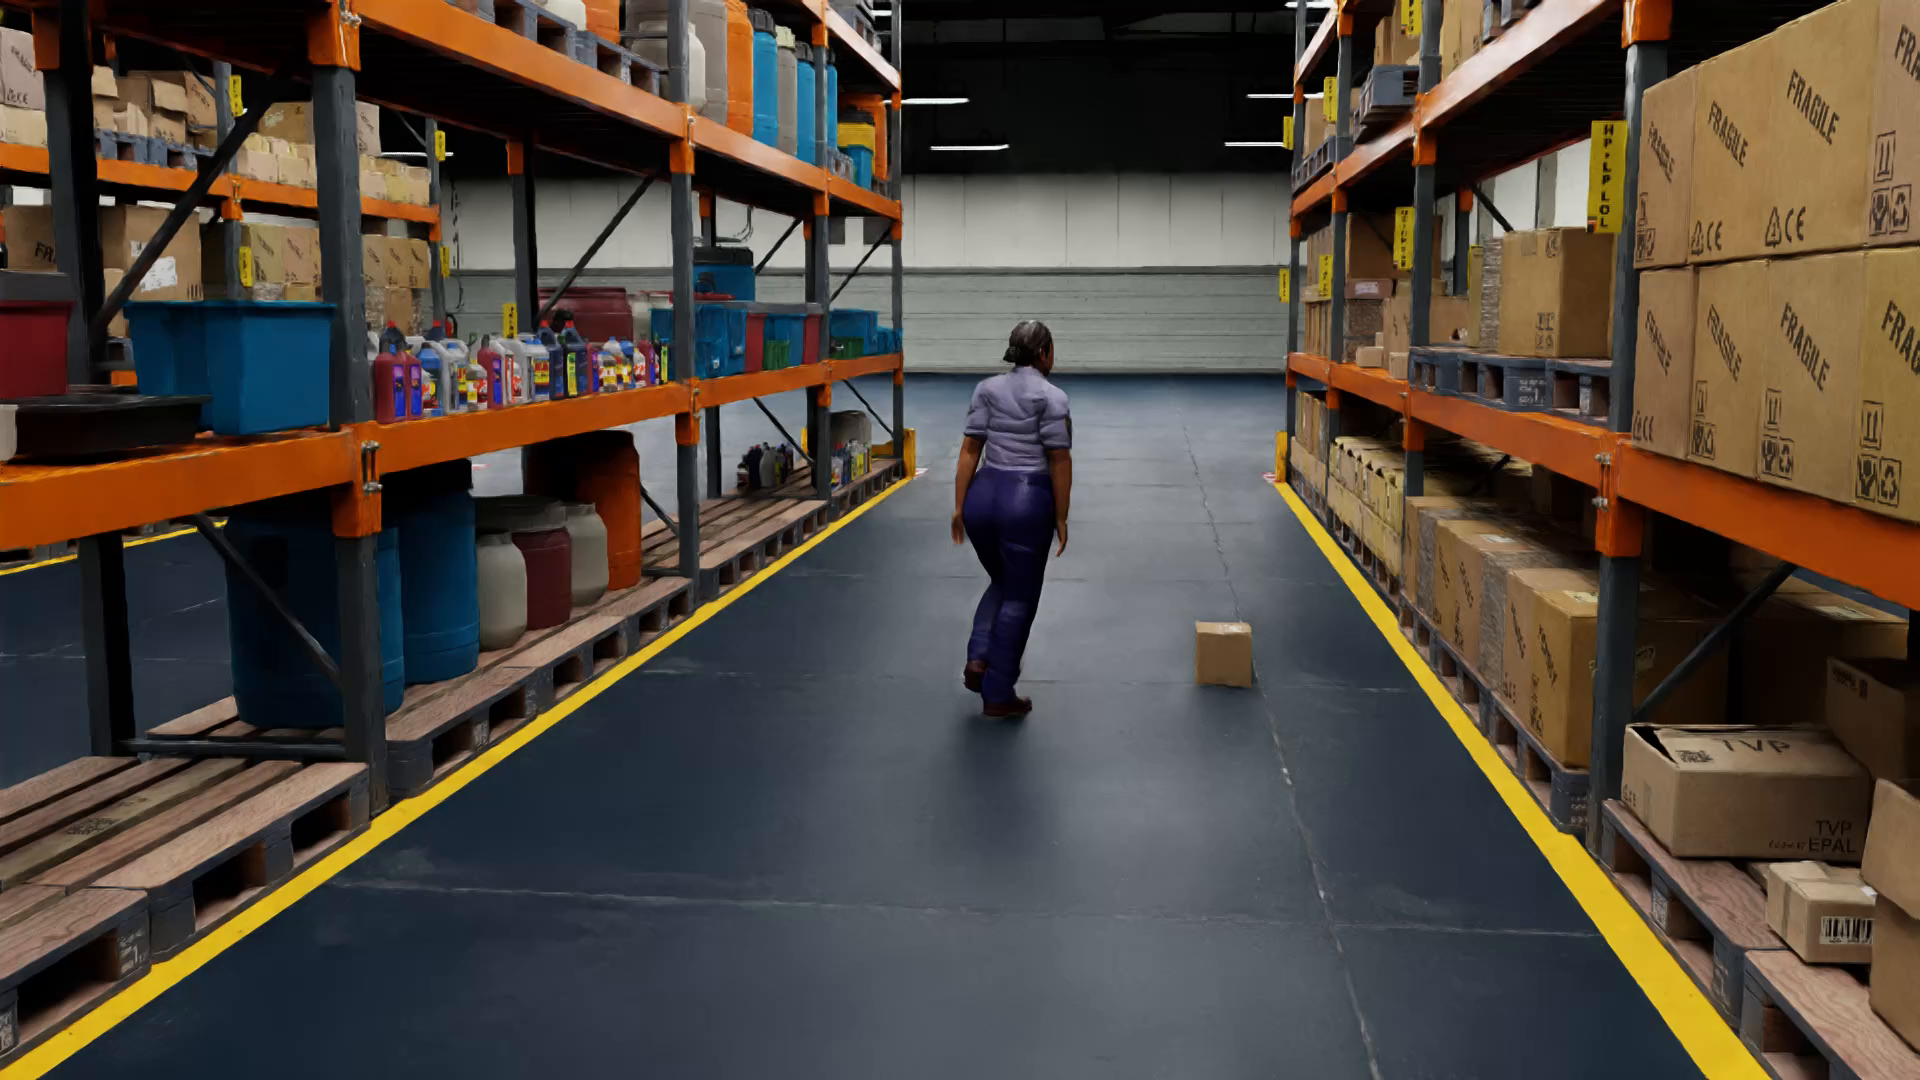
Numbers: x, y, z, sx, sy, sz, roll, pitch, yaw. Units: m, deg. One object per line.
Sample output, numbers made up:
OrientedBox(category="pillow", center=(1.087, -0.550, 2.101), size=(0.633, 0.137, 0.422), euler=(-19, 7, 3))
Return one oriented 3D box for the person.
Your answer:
OrientedBox(category="person", center=(0.240, -0.095, 6.955), size=(0.509, 1.636, 0.486), euler=(6, 10, 36))
